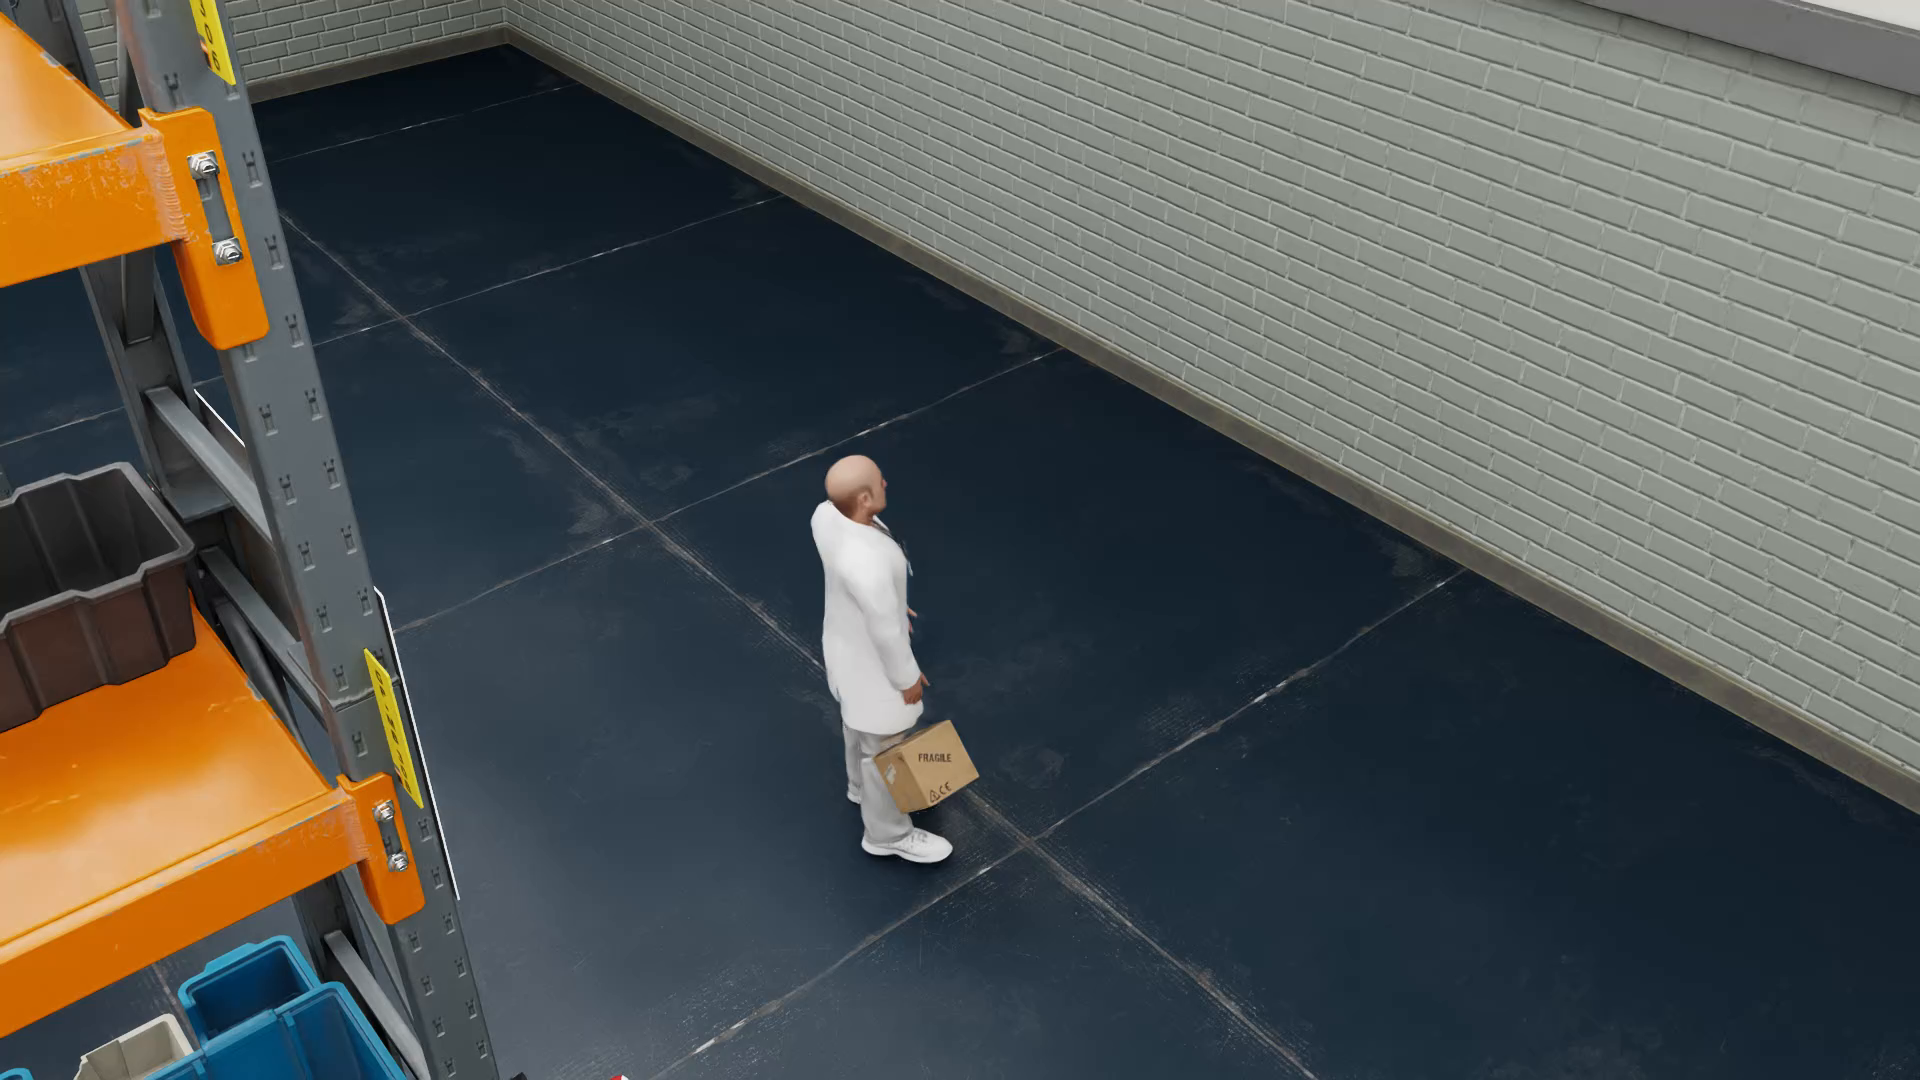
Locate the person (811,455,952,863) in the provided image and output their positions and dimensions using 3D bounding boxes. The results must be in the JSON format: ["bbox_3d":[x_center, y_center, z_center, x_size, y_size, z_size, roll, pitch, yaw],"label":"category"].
[{"bbox_3d":[-0.287,0.445,6.426,0.439,1.794,0.604,-14,38,-19],"label":"person"}]
